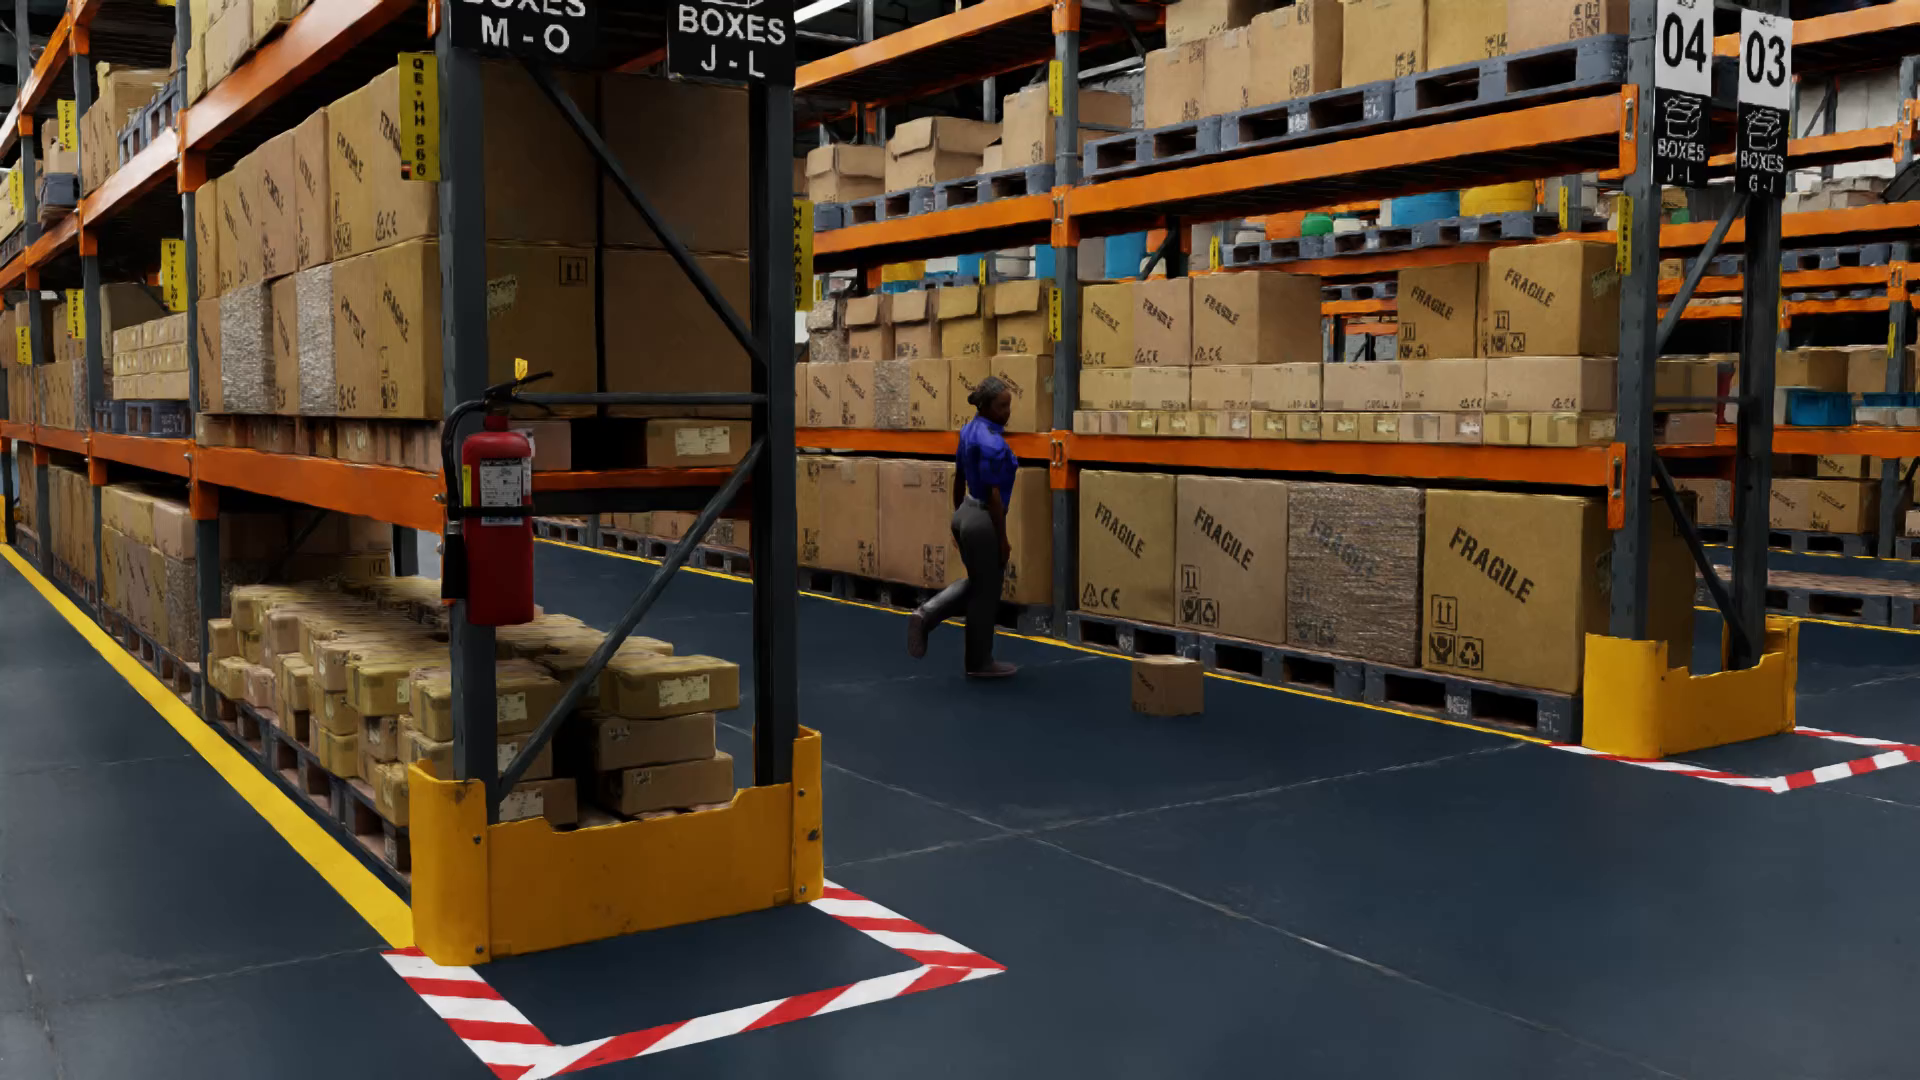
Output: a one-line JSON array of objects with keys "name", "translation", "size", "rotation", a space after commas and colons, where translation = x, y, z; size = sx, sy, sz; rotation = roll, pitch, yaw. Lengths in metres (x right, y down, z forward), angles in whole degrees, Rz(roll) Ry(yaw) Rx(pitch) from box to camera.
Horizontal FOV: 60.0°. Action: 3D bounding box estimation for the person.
[{"name": "person", "translation": [0.076, -0.044, 8.785], "size": [0.613, 1.599, 0.563], "rotation": [-2, 5, -22]}]
